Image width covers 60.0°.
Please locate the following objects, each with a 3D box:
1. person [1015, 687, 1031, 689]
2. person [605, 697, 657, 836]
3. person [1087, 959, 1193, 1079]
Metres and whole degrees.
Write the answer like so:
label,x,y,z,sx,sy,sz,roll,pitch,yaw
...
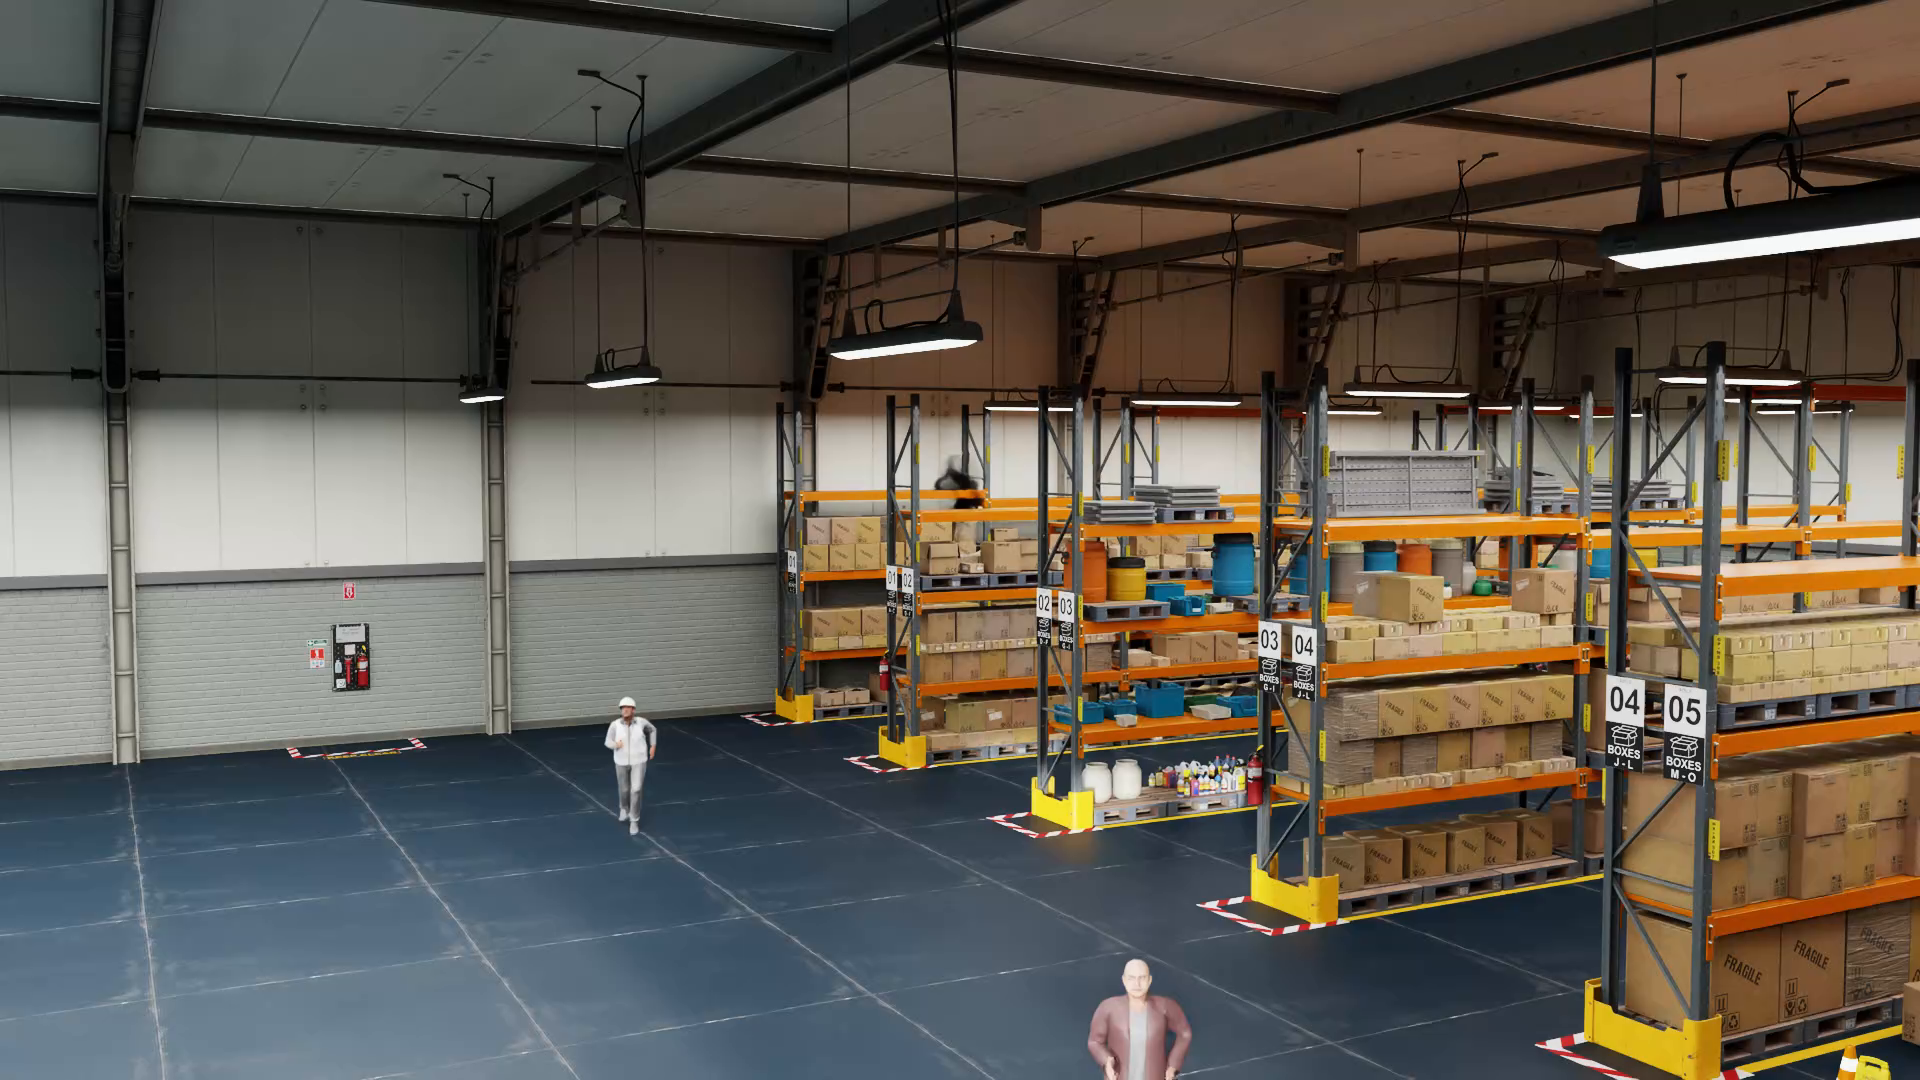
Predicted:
label,x,y,z,sx,sy,sz,roll,pitch,yaw
person,1.233,2.328,30.246,0.780,1.748,0.663,-2,4,-36
person,-4.437,3.011,22.434,0.663,1.820,0.908,0,3,-4
person,1.177,3.662,10.973,0.697,1.741,0.639,0,3,9
